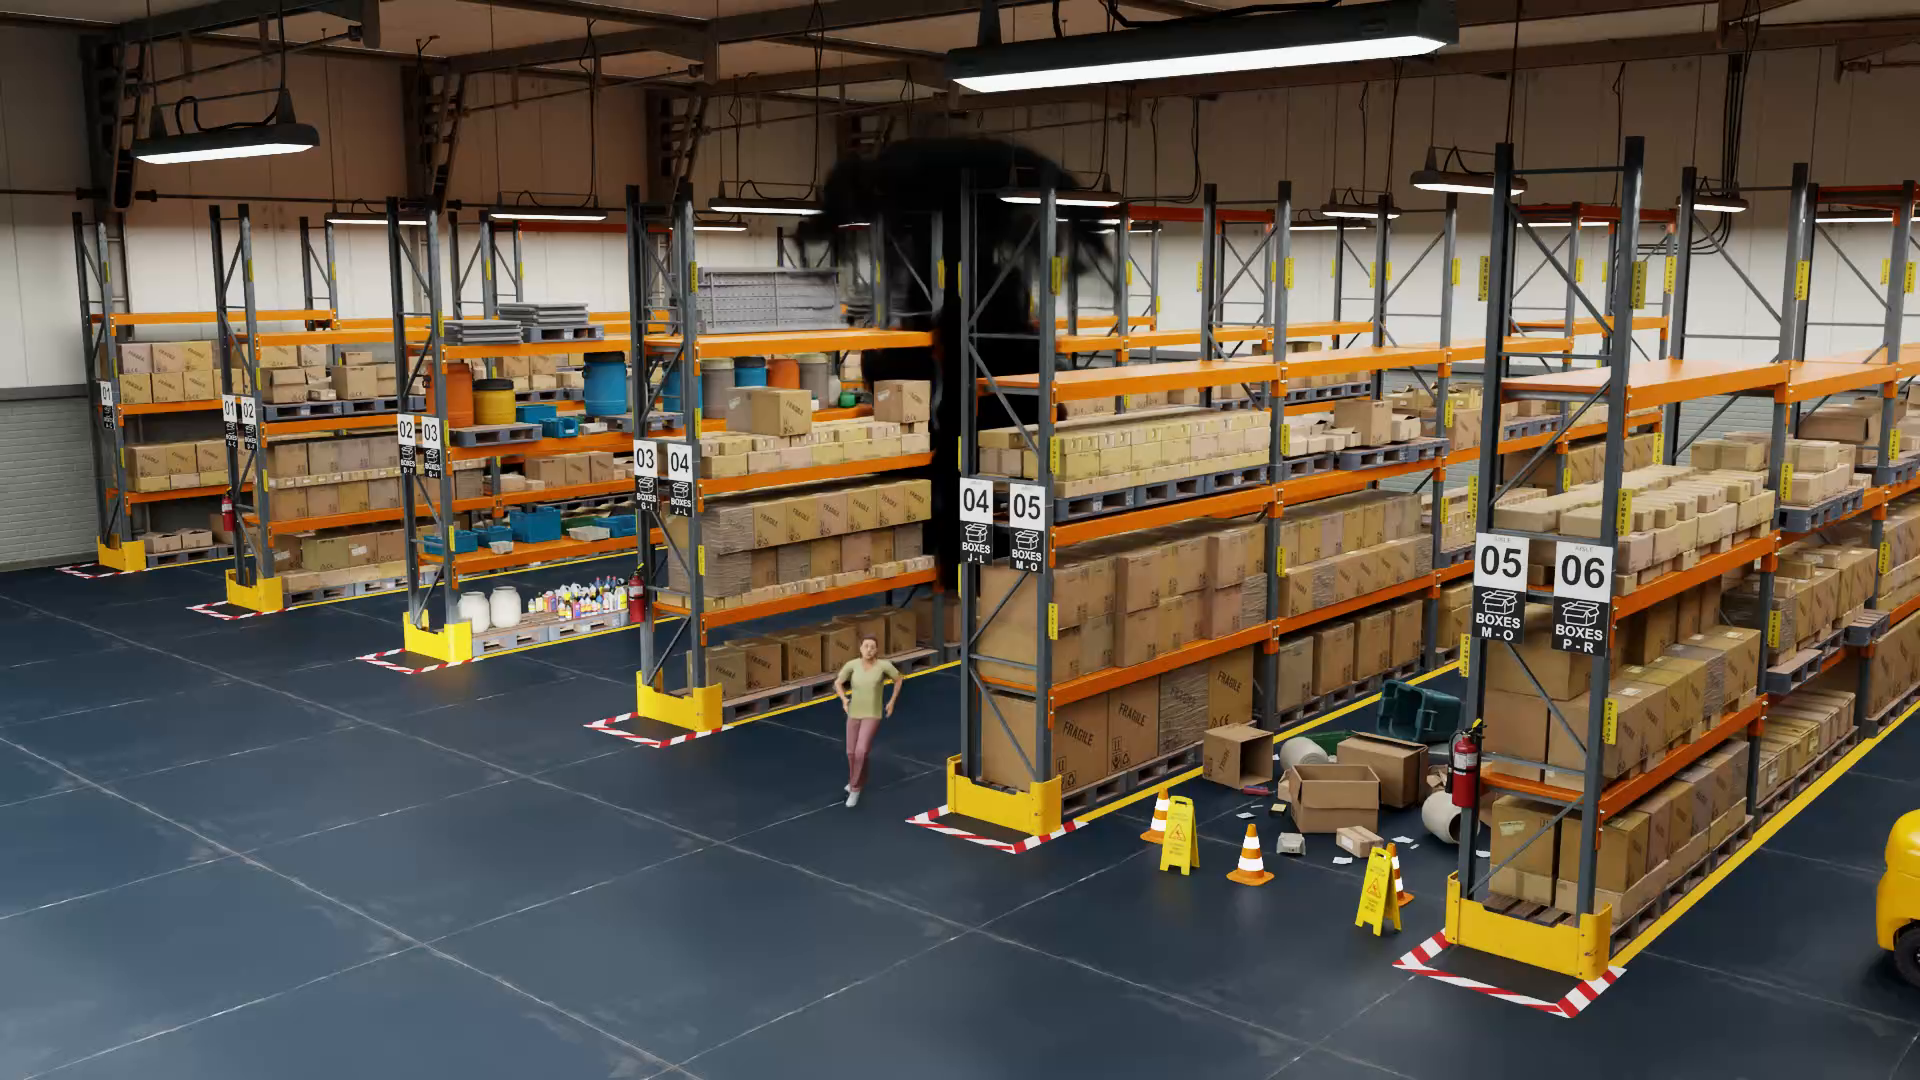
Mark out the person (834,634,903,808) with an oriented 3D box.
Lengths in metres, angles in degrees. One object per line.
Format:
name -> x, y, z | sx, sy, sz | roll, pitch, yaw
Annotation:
person -> -0.904, 1.713, 16.031 | 0.624, 1.671, 0.672 | 2, 10, 15

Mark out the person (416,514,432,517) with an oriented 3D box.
person -> -9.423, -0.532, 29.166 | 0.697, 1.753, 0.672 | 8, 12, 39
